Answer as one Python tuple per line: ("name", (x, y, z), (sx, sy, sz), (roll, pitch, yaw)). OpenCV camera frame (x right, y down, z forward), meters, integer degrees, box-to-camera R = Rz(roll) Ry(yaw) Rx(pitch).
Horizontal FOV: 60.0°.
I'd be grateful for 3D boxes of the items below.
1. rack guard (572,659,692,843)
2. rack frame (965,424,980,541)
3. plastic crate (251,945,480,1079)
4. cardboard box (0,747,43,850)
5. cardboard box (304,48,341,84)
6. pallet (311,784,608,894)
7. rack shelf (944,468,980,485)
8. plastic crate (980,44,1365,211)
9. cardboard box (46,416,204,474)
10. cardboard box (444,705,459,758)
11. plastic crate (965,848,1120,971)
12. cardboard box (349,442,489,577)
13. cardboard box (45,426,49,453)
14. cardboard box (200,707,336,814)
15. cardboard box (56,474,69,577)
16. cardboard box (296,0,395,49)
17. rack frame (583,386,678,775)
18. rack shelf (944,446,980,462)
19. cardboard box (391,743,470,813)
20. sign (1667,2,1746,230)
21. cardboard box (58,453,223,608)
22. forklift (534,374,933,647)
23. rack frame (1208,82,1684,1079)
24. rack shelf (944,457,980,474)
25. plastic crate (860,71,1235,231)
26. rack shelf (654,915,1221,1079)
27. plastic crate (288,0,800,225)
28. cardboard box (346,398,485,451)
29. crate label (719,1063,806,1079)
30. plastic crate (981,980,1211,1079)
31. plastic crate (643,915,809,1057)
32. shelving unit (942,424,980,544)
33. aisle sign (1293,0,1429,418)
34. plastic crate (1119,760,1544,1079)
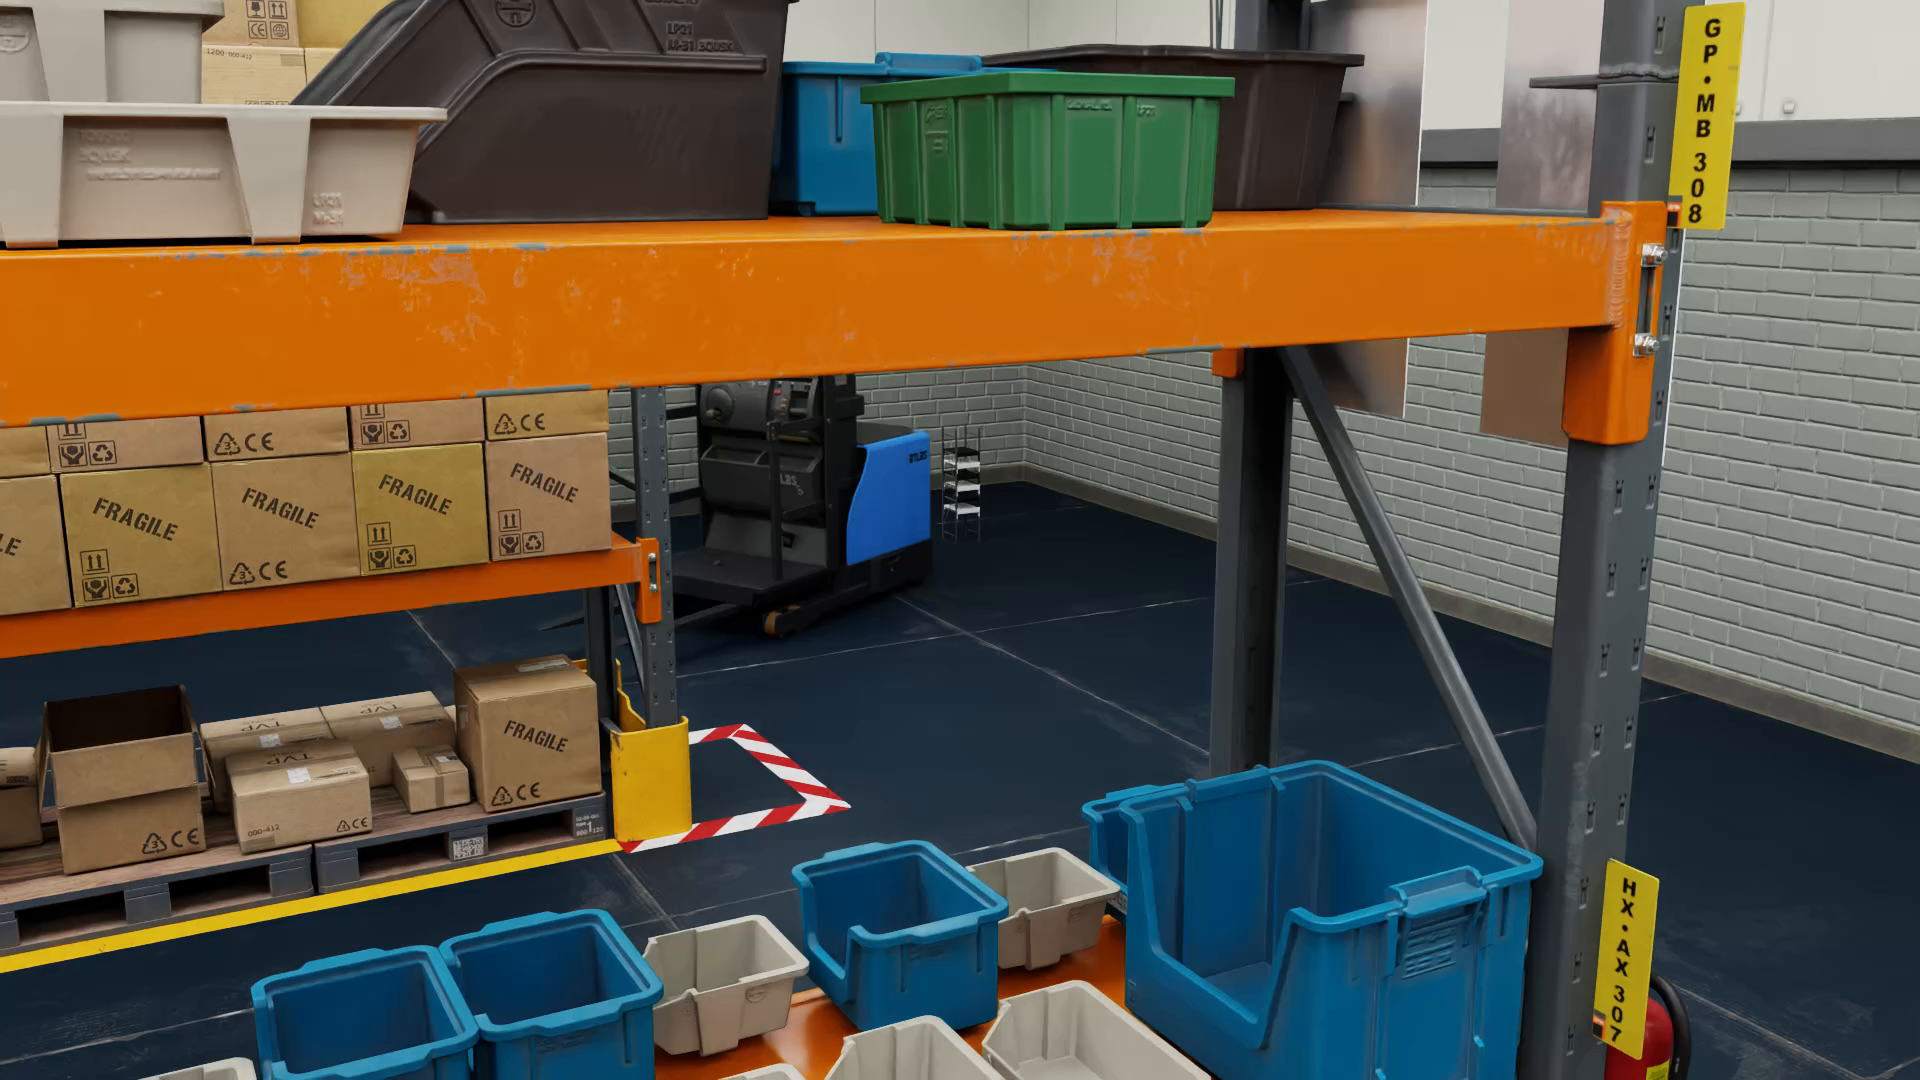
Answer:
("rack guard", (-1.601, 0.950, 7.749), (0.348, 0.500, 1.175), (-7, 14, -28))
("rack frame", (0.096, -0.451, 13.062), (0.006, 0.900, 0.240), (-7, 14, -28))
("plastic crate", (-0.958, 0.862, 2.690), (0.300, 0.233, 0.416), (-7, 14, -28))
("cardboard box", (-4.023, 1.047, 6.747), (0.500, 0.311, 0.500), (-7, 14, -28))
("cardboard box", (-2.302, -1.756, 6.450), (0.500, 0.250, 0.500), (-7, 14, -28))
("pallet", (-2.301, 1.175, 7.408), (1.213, 0.211, 1.003), (-7, 14, -28))
("rack shelf", (0.007, -0.495, 13.002), (0.200, 0.077, 0.258), (-7, 14, -28))
("plastic crate", (0.364, -0.735, 3.011), (0.590, 0.269, 0.497), (-7, 14, -28))
("cardboard box", (-3.140, -0.552, 6.223), (0.500, 0.500, 0.500), (-6, 14, -26))
("cardboard box", (-2.286, 0.894, 7.755), (0.250, 0.166, 0.380), (-7, 14, -28))
("plastic crate", (0.140, 0.757, 3.377), (0.298, 0.136, 0.250), (-7, 14, -28))
("cardboard box", (-2.251, -0.171, 6.812), (0.500, 0.500, 0.500), (-7, 14, -27))
("cardboard box", (-3.835, -0.604, 6.455), (0.500, 0.500, 0.500), (-7, 14, -27))
("cardboard box", (-3.025, 0.957, 7.285), (0.500, 0.250, 0.500), (-7, 14, -28))
("cardboard box", (-3.828, -0.117, 6.567), (0.500, 0.500, 0.500), (-6, 14, -27))
("cardboard box", (-2.457, -2.184, 6.645), (0.500, 0.500, 0.700), (-7, 14, -28))
("rack frame", (-1.535, -0.278, 7.511), (0.127, 3.000, 1.000), (-7, 14, -28))
("rack shelf", (0.007, -0.671, 12.962), (0.200, 0.077, 0.258), (-7, 14, -28))
("cardboard box", (-2.292, 1.020, 7.196), (0.250, 0.166, 0.380), (-7, 14, -28))
("sign", (1.113, -0.631, 2.486), (0.005, 0.325, 0.100), (-7, 14, -28))
("cardboard box", (-3.134, -0.067, 6.348), (0.500, 0.500, 0.500), (-7, 14, -29))
("forklift", (-1.411, -0.933, 10.579), (1.130, 2.935, 3.031), (8, 15, 32))
("rack frame", (0.836, 0.677, 3.267), (0.127, 3.000, 1.000), (-7, 14, -28))
("rack shelf", (0.007, -0.583, 12.982), (0.200, 0.077, 0.258), (-7, 14, -28))
("plastic crate", (0.107, -0.524, 2.255), (0.336, 0.188, 0.450), (-7, 14, -28))
("rack shelf", (-0.920, 1.239, 2.411), (4.000, 0.370, 1.077), (-7, 14, -28))
("plastic crate", (-0.637, -0.648, 2.466), (0.767, 0.338, 0.504), (-7, 14, -28))
("cardboard box", (-2.237, -0.661, 6.709), (0.500, 0.500, 0.500), (-6, 14, -26))
("crate label", (-0.288, 0.959, 2.479), (0.243, 0.136, 0.396), (-7, 14, -28))
("plastic crate", (0.207, 0.898, 2.753), (0.243, 0.136, 0.396), (-7, 14, -28))
("plastic crate", (-0.456, 0.829, 3.060), (0.298, 0.136, 0.250), (-7, 14, -28))
("shelving unit", (0.007, -0.440, 13.014), (0.210, 0.900, 0.258), (-7, 14, -28))
("aisle sign", (0.756, -0.656, 3.270), (0.004, 0.787, 0.394), (-7, 14, -28))
("plastic crate", (0.631, 0.702, 2.940), (0.499, 0.435, 0.616), (-7, 14, -28))
